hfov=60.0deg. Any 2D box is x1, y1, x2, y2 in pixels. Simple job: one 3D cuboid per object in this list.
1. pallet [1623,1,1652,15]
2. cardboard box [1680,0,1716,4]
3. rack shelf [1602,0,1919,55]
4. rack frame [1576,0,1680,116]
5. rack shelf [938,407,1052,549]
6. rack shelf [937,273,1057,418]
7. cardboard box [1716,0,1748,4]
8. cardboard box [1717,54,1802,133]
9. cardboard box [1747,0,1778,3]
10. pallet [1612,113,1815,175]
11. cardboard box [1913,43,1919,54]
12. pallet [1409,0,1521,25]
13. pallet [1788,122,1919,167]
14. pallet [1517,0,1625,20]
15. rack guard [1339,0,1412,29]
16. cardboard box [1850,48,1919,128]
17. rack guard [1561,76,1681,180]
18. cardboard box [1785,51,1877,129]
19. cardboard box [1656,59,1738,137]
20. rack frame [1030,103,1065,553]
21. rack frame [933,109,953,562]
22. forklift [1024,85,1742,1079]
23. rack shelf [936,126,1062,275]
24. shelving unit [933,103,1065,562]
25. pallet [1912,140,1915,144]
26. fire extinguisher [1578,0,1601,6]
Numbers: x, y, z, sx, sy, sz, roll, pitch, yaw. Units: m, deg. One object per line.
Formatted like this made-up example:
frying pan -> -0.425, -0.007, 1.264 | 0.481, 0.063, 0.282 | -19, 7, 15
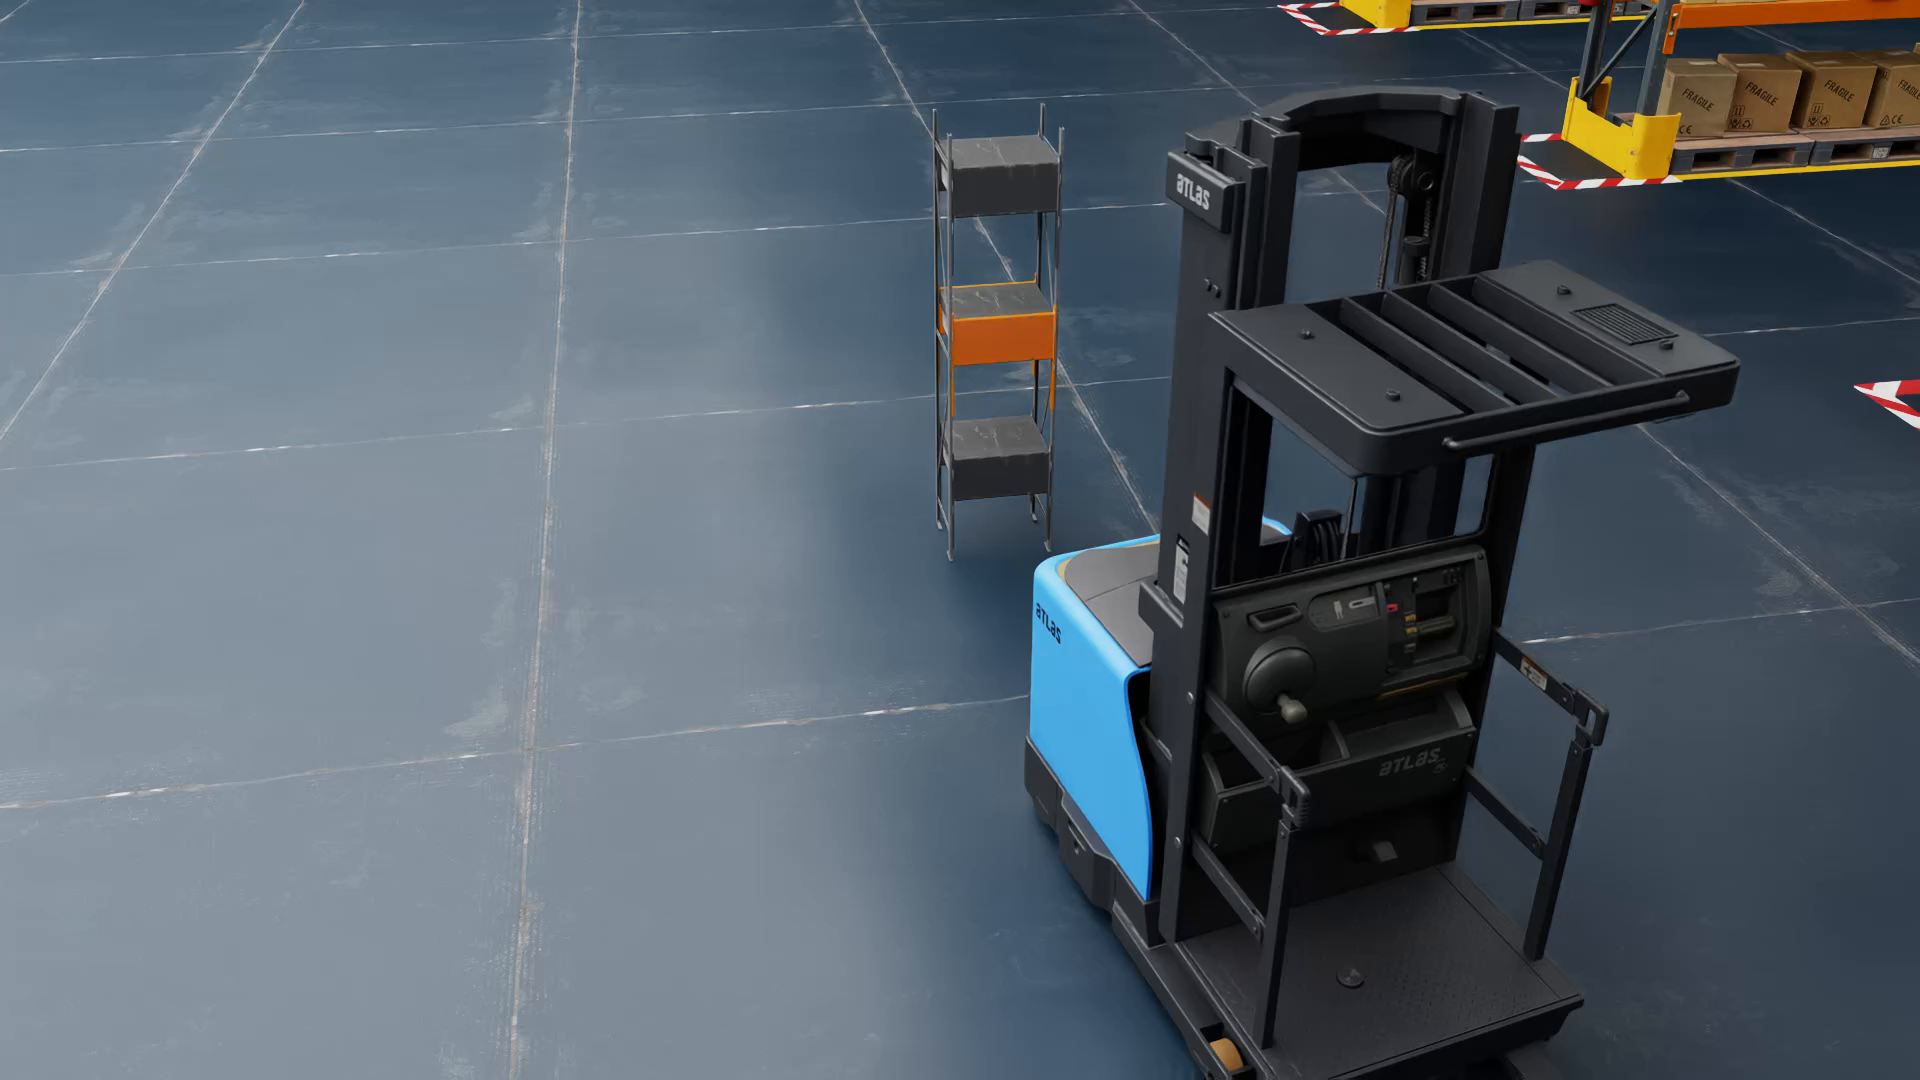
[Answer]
pallet -> 7.625, -6.008, 18.259 | 1.213, 0.211, 1.003 | -5, 31, -9
cardboard box -> 5.574, -4.215, 12.706 | 0.250, 0.149, 0.380 | -5, 31, -9
rack shelf -> 7.218, -4.288, 13.294 | 4.000, 0.370, 1.077 | -5, 31, -9
rack frame -> 5.251, -4.416, 12.801 | 0.127, 3.000, 1.000 | -5, 31, -9
rack shelf -> 0.163, -0.305, 8.105 | 0.480, 0.518, 0.431 | -5, 31, -9
rack shelf -> 0.163, -0.908, 7.750 | 0.480, 0.518, 0.431 | -5, 31, -9
cardboard box -> 5.824, -4.228, 12.729 | 0.250, 0.149, 0.380 | -5, 31, -9
cardboard box -> 6.450, -3.640, 13.532 | 0.500, 0.500, 0.500 | 2, 31, 4
cardboard box -> 6.072, -4.243, 12.755 | 0.250, 0.149, 0.380 | -5, 31, -9
pallet -> 6.131, -3.277, 13.615 | 1.213, 0.211, 1.003 | -5, 31, -9
cardboard box -> 8.223, -3.812, 13.825 | 0.500, 0.500, 0.500 | 4, 31, 7
pallet -> 5.225, -5.785, 17.881 | 1.213, 0.211, 1.003 | -5, 31, -9
pallet -> 7.329, -3.387, 13.802 | 1.213, 0.211, 1.003 | -5, 31, -9
pallet -> 6.423, -5.895, 18.067 | 1.213, 0.211, 1.003 | -5, 31, -9
rack guard -> 4.425, -5.838, 17.686 | 0.348, 0.500, 1.175 | -5, 31, -9
cardboard box -> 7.626, -3.716, 13.662 | 0.500, 0.500, 0.500 | -8, 31, -13
rack guard -> 5.326, -3.345, 13.446 | 0.348, 0.500, 1.175 | -5, 31, -9
cardboard box -> 7.069, -3.687, 13.614 | 0.500, 0.500, 0.500 | -3, 31, -4
cardboard box -> 5.868, -3.568, 13.411 | 0.500, 0.500, 0.500 | 0, 30, 0
rack frame -> 0.403, -0.943, 7.781 | 0.015, 2.100, 0.400 | -5, 31, -9
rack frame -> -0.077, -0.898, 7.706 | 0.015, 2.100, 0.400 | -5, 31, -9
forklift -> 1.264, 0.335, 4.789 | 1.130, 2.935, 3.031 | -11, 32, -19
rack shelf -> 0.163, -1.512, 7.396 | 0.480, 0.518, 0.431 | -5, 31, -9
shelving unit -> 0.163, -0.920, 7.743 | 0.503, 2.100, 0.431 | -5, 31, -9
pallet -> 8.531, -3.500, 13.994 | 1.213, 0.211, 1.003 | -5, 31, -9
fire extinguisher -> 5.055, -4.602, 13.193 | 0.183, 0.674, 0.296 | -5, 31, -9
